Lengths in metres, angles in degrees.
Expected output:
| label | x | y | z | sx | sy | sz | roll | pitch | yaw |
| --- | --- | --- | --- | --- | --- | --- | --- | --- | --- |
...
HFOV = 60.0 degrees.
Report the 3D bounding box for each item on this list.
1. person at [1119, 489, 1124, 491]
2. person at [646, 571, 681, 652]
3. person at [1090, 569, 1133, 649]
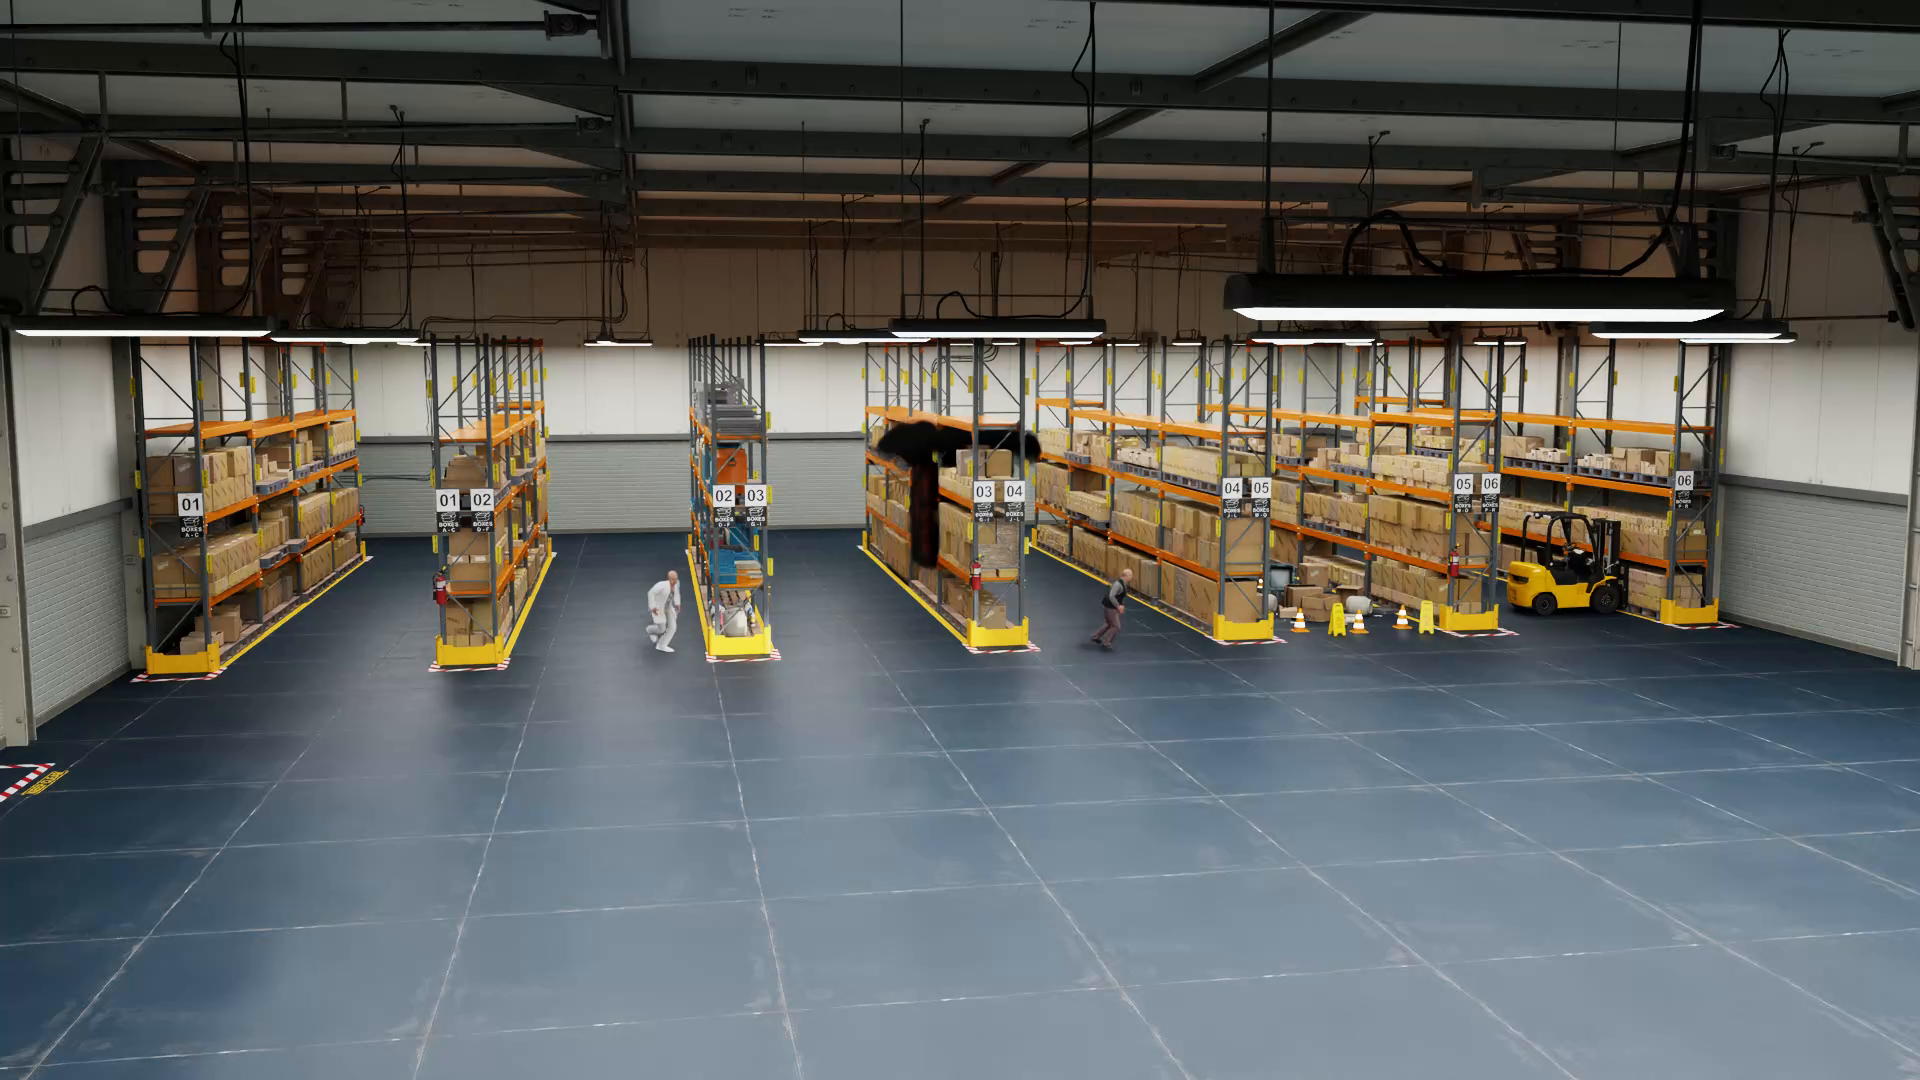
| label | x | y | z | sx | sy | sz | roll | pitch | yaw |
| --- | --- | --- | --- | --- | --- | --- | --- | --- | --- |
| person | 4.787 | -0.595 | 47.776 | 0.694 | 1.735 | 0.709 | -4 | 8 | -31 |
| person | -5.684 | 1.341 | 31.586 | 0.724 | 1.575 | 1.009 | -6 | 9 | -44 |
| person | 2.895 | 1.306 | 31.847 | 0.877 | 1.575 | 0.673 | 2 | 7 | 17 |
